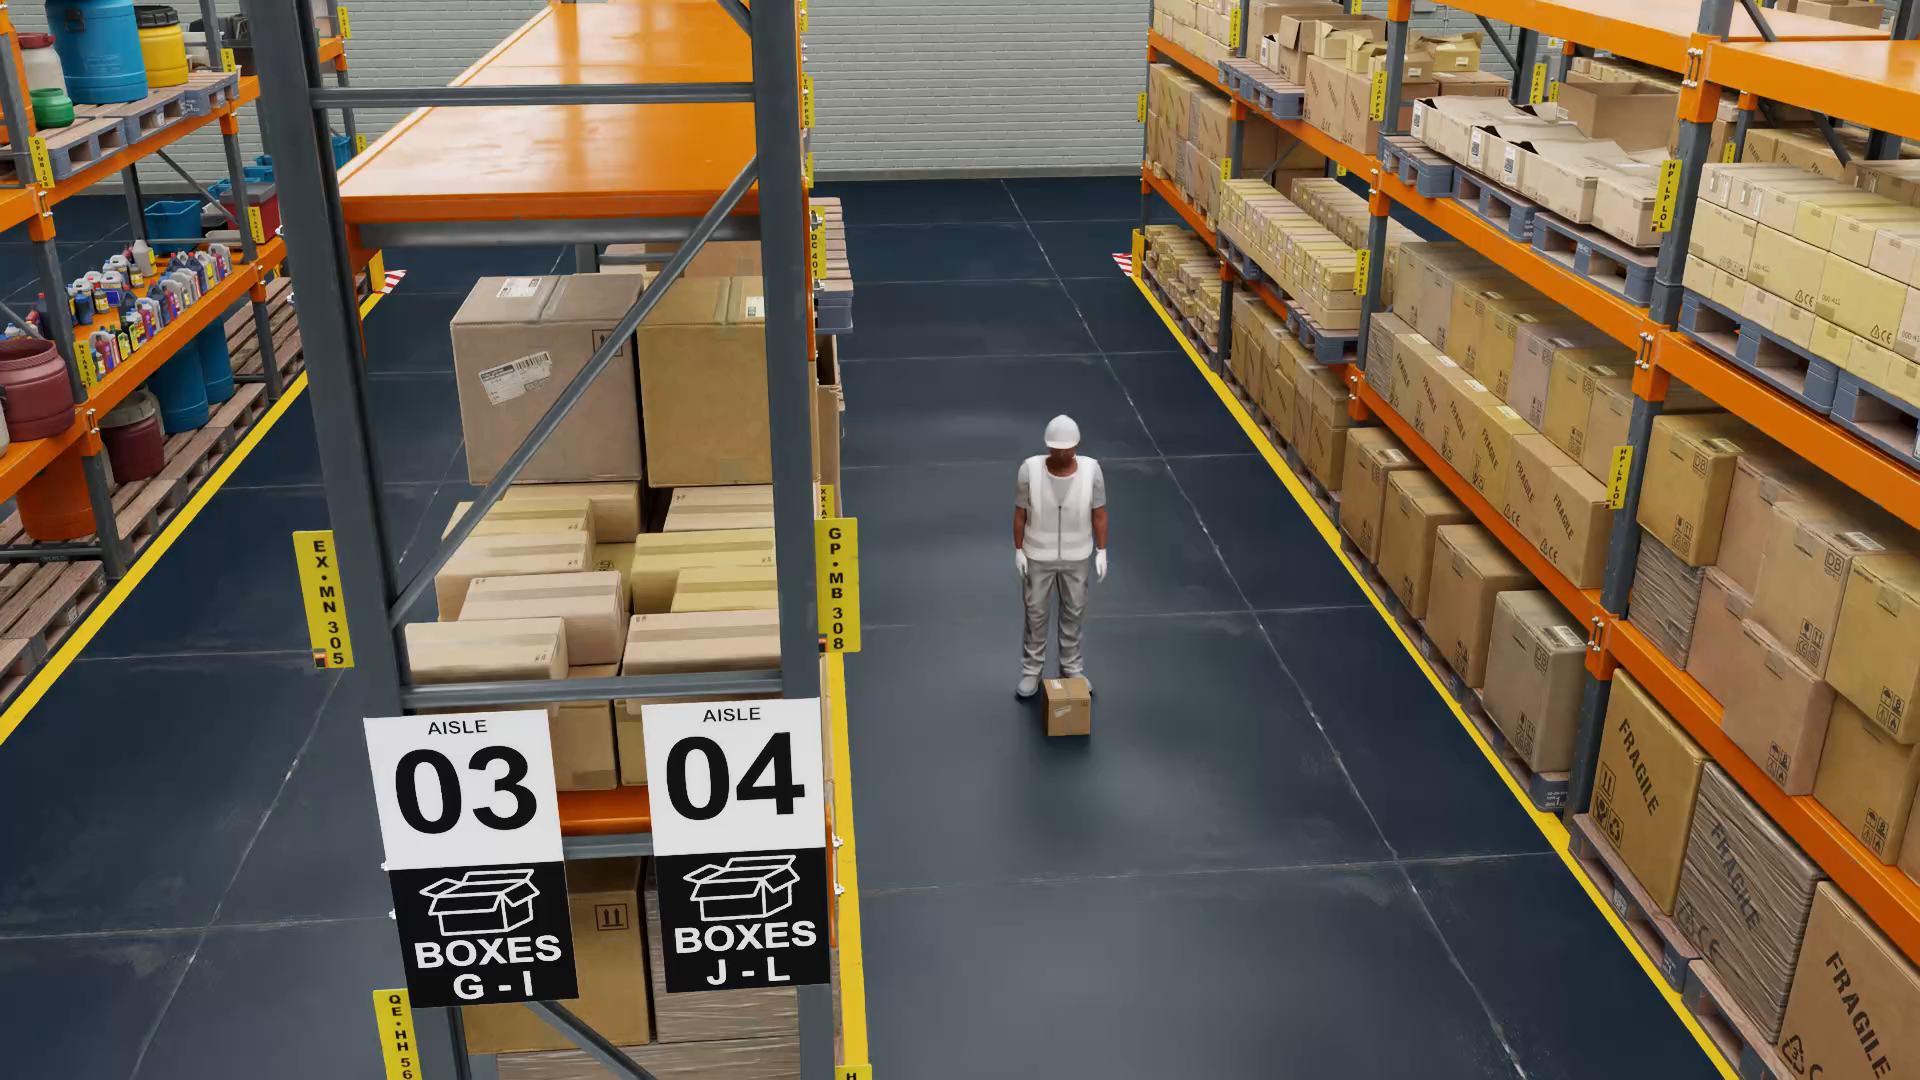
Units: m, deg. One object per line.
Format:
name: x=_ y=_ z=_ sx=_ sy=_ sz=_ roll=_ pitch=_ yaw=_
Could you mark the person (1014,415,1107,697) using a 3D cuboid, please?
person: x=0.605 y=0.094 z=10.077 sx=0.560 sy=1.786 sz=0.350 roll=-1 pitch=24 yaw=-3
